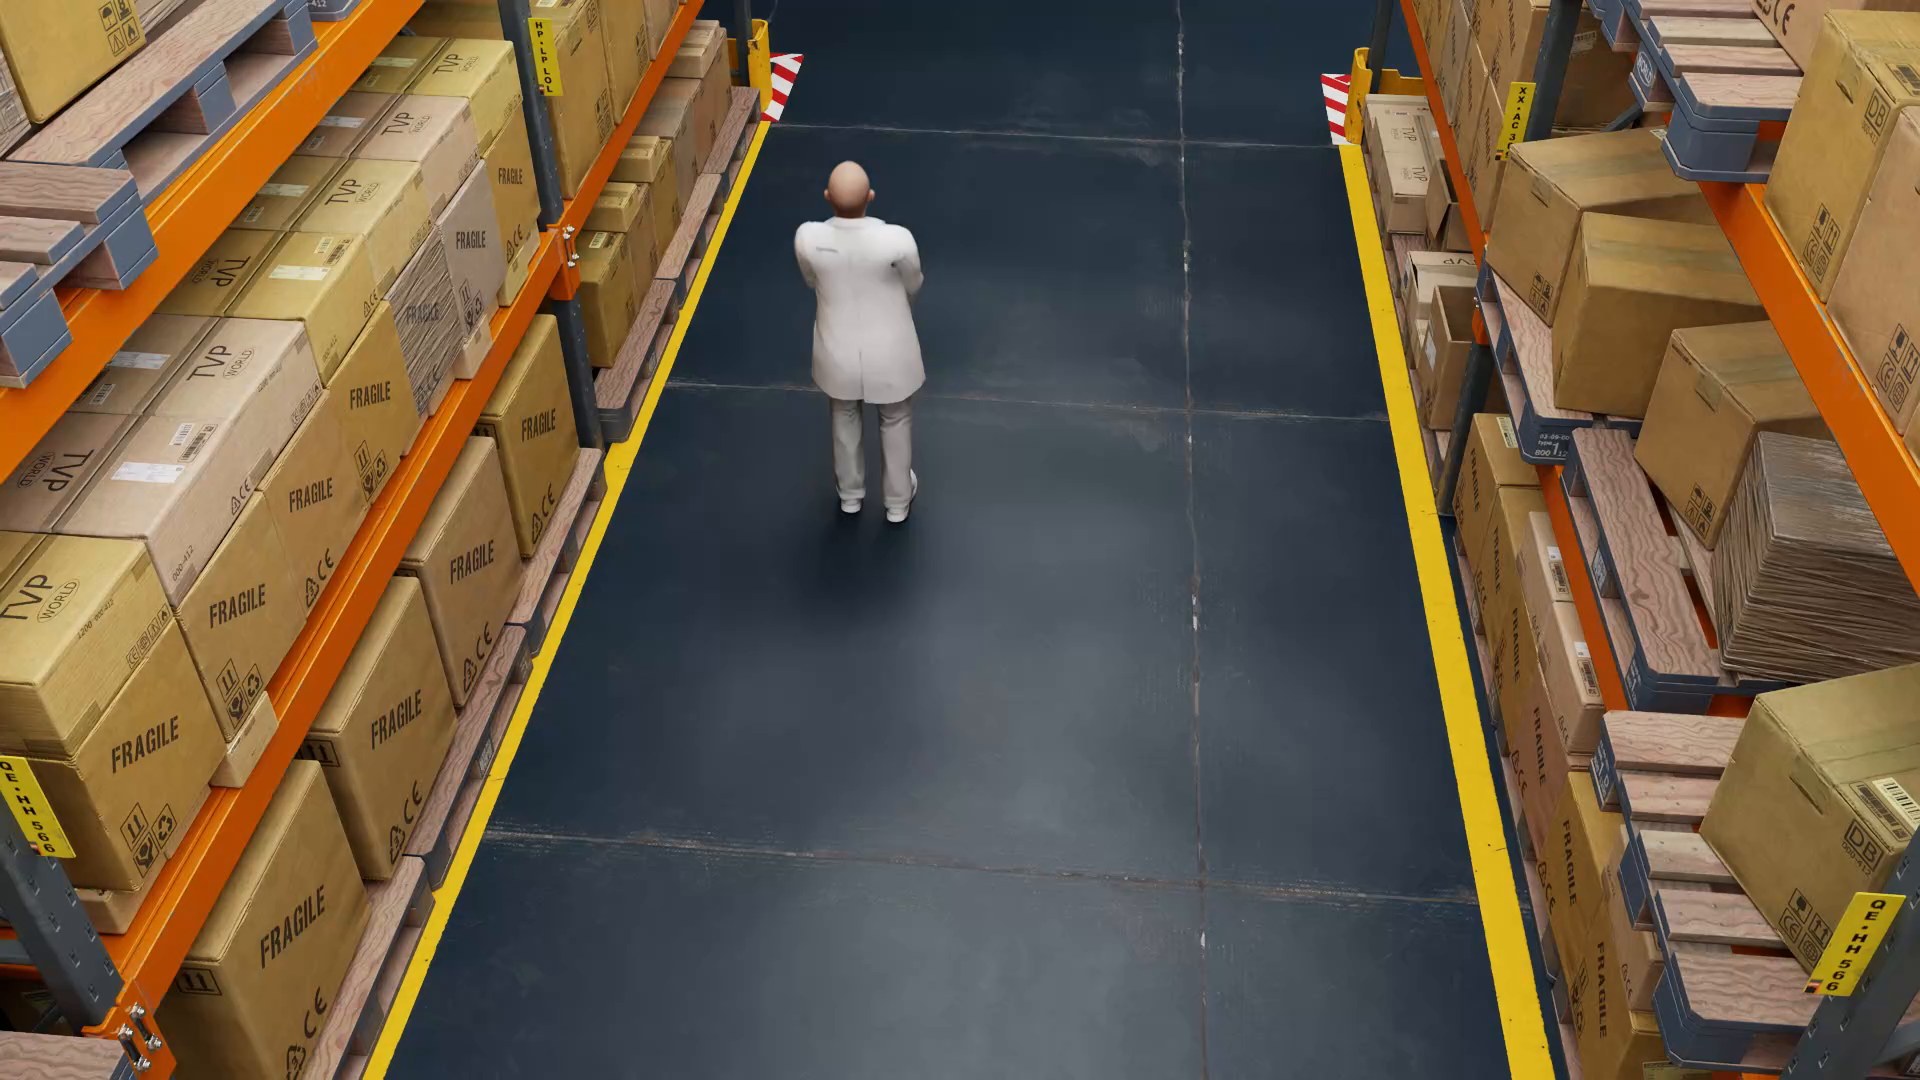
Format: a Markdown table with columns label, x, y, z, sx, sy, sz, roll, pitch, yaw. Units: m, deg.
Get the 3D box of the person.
| label | x | y | z | sx | sy | sz | roll | pitch | yaw |
| --- | --- | --- | --- | --- | --- | --- | --- | --- | --- |
| person | -0.409 | -0.915 | 7.281 | 0.530 | 1.769 | 0.563 | 4 | 40 | 4 |
